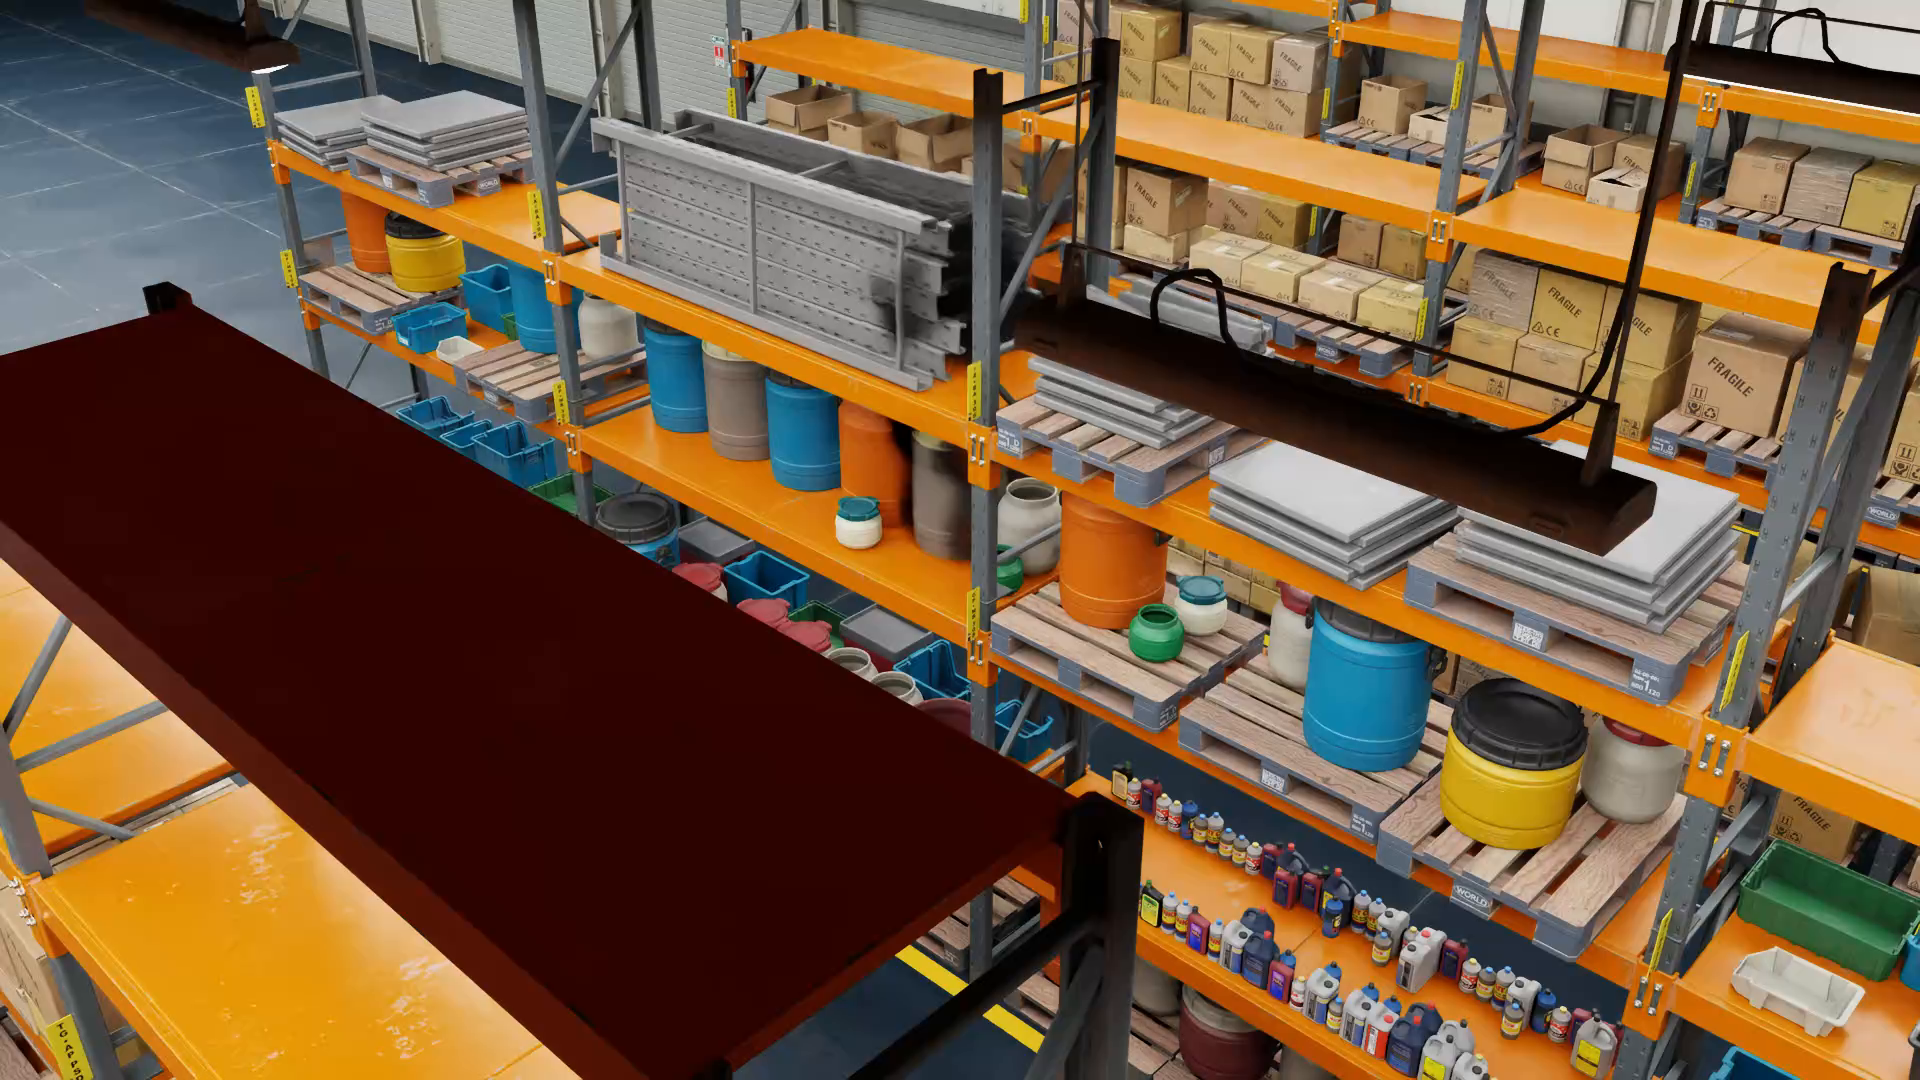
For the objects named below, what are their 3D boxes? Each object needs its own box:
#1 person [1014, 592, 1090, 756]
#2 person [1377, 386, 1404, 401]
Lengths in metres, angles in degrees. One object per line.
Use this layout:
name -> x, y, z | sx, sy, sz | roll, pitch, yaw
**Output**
person -> 0.636, 0.920, 12.371 | 0.779, 1.750, 0.526 | 25, 38, 36
person -> 4.039, -0.861, 16.065 | 0.573, 1.660, 0.576 | 24, 37, 35
